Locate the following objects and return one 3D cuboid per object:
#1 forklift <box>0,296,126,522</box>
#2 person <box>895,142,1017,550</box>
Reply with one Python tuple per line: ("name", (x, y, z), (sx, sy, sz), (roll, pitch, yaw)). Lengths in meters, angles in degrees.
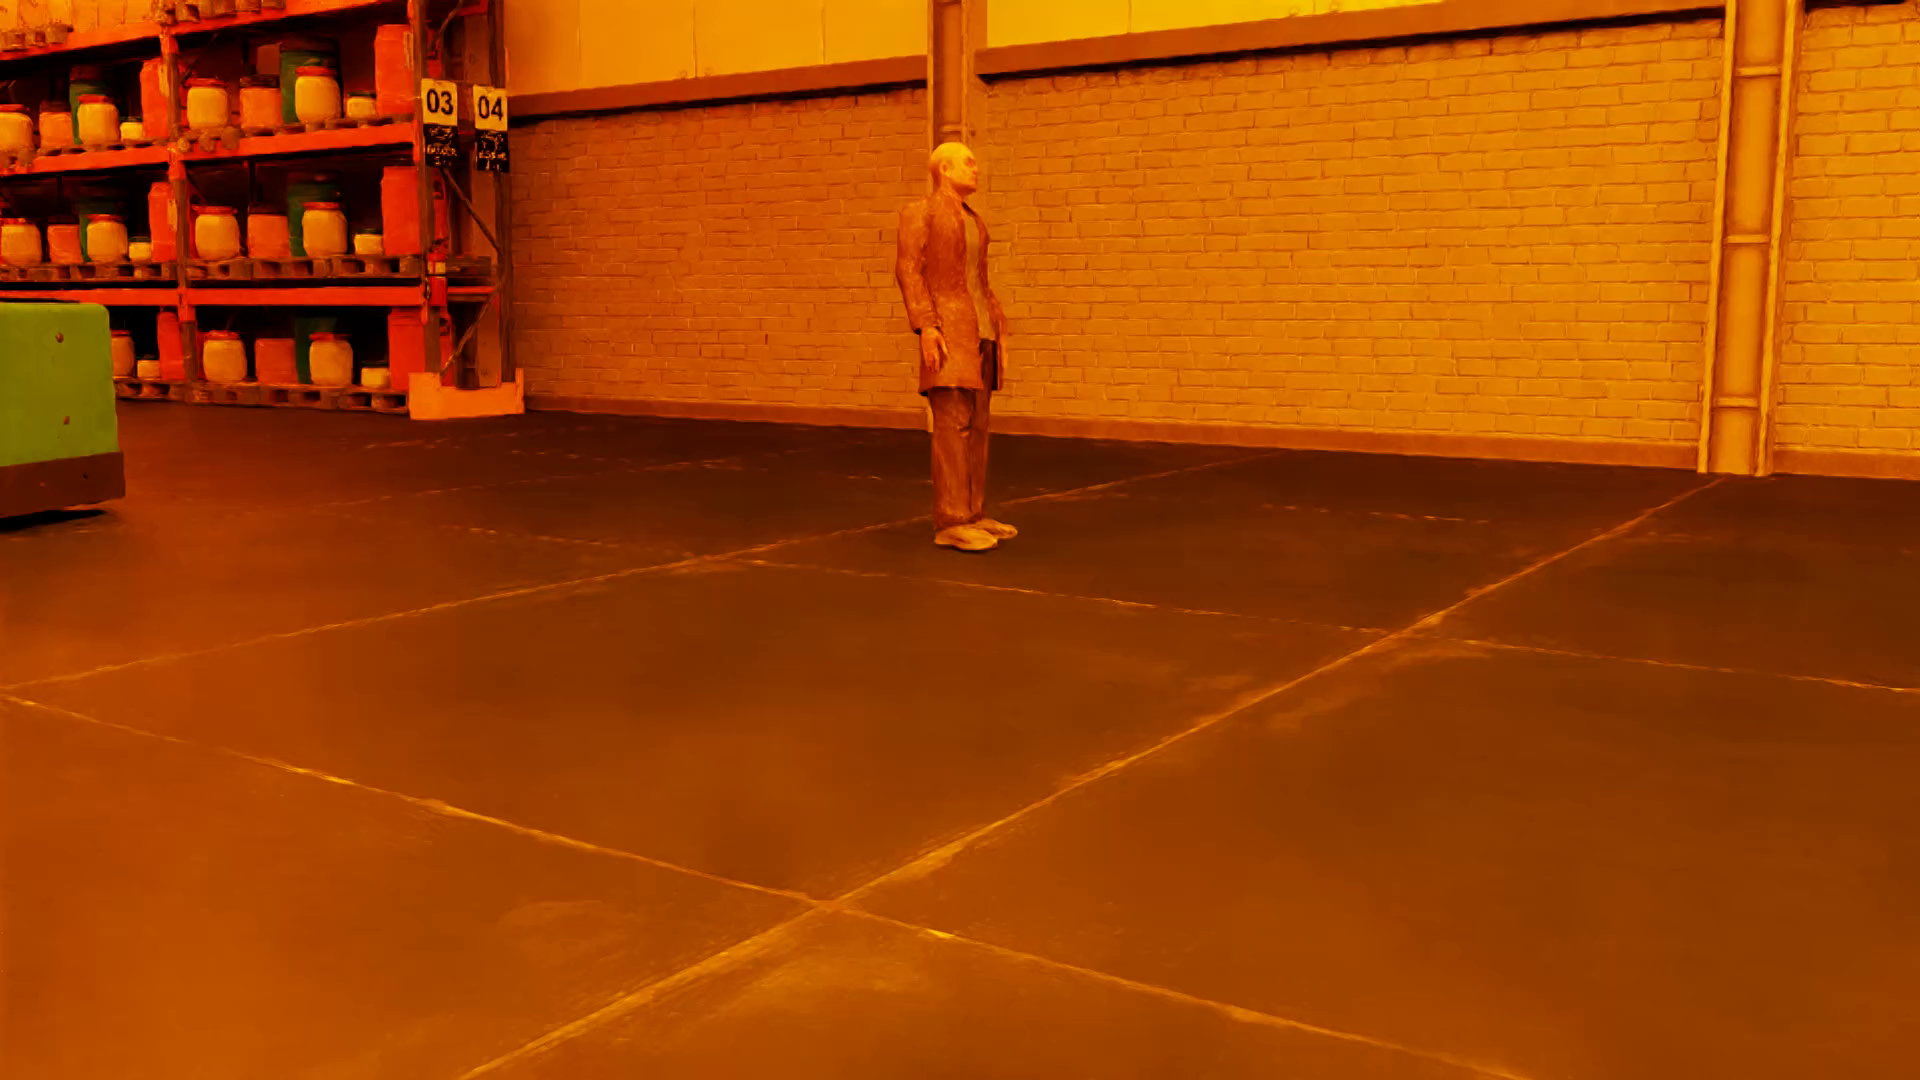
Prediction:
("forklift", (-5.916, -1.575, 8.272), (3.031, 2.935, 1.130), (1, 8, 9))
("person", (0.073, -0.880, 7.423), (0.580, 1.776, 0.694), (5, 10, 34))
